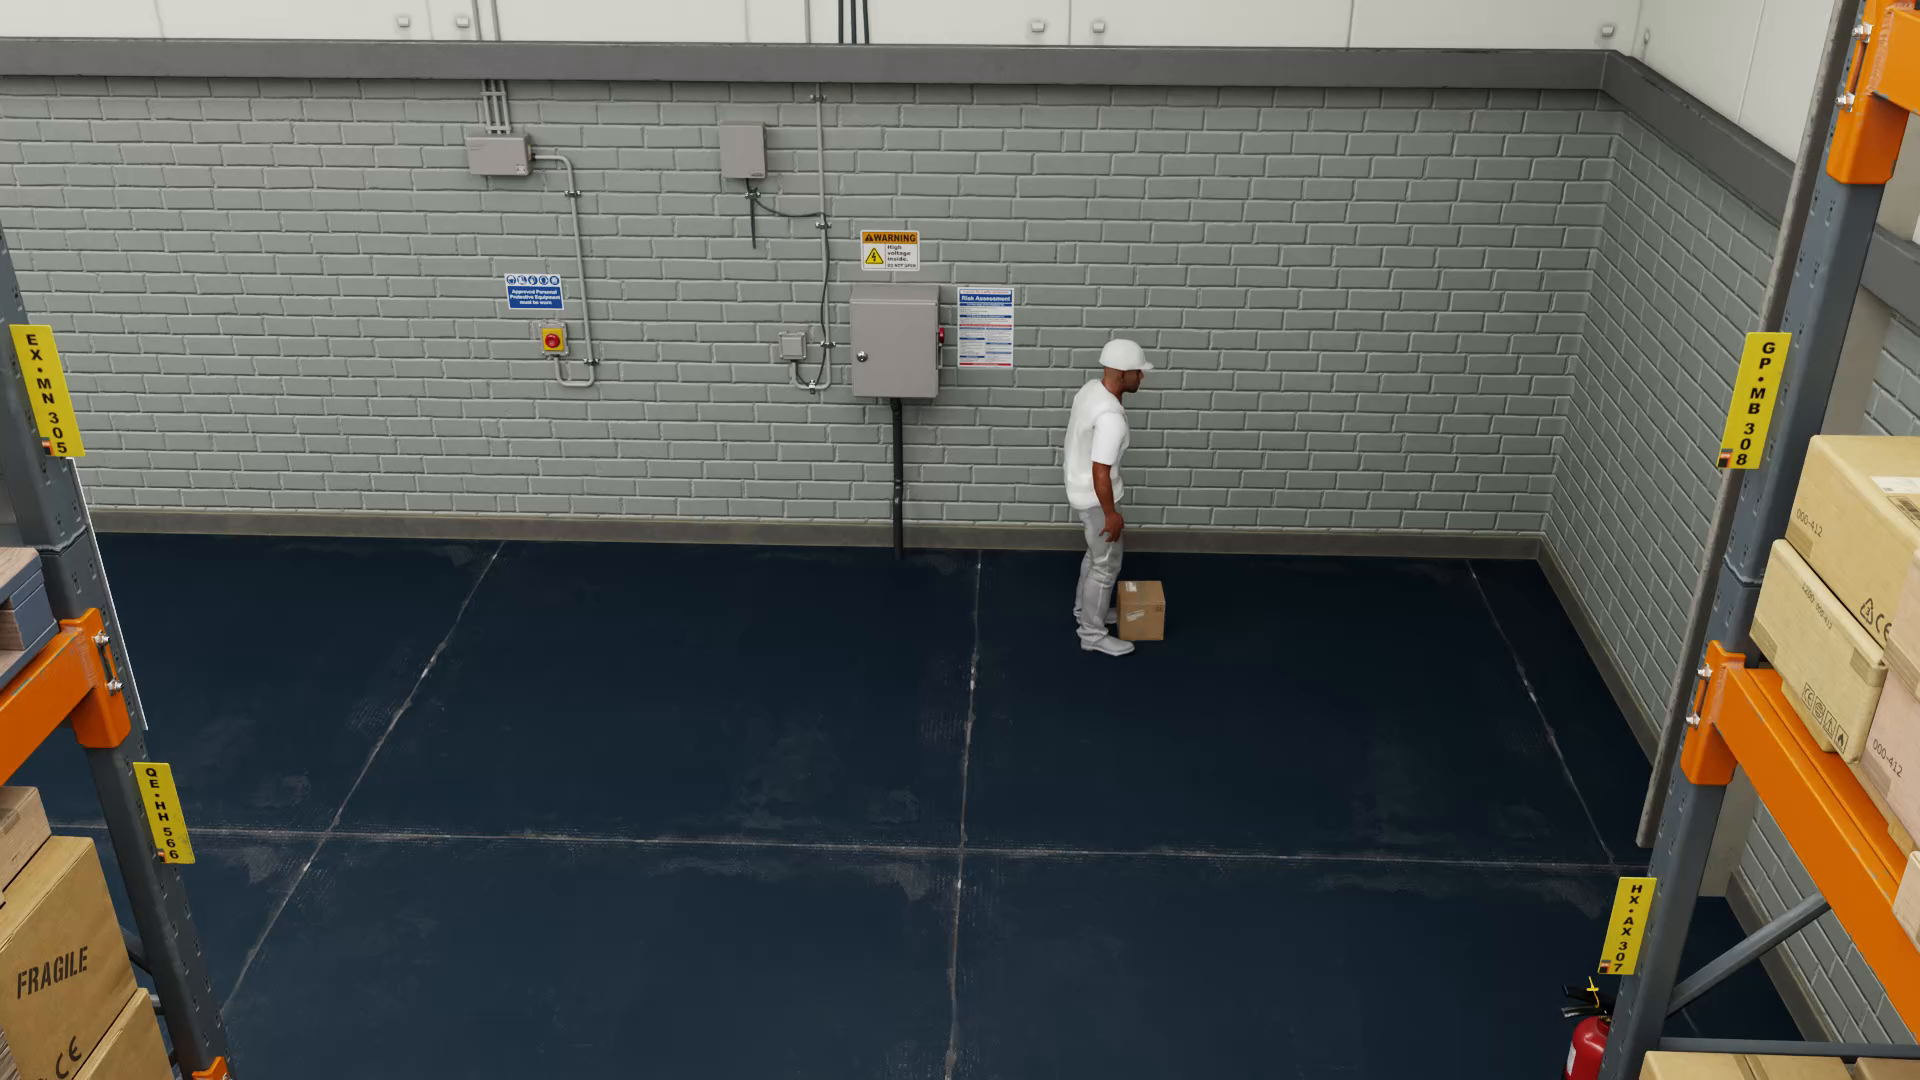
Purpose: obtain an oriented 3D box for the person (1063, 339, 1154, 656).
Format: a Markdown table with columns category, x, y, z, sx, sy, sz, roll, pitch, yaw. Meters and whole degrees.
| category | x | y | z | sx | sy | sz | roll | pitch | yaw |
| --- | --- | --- | --- | --- | --- | --- | --- | --- | --- |
| person | 0.793 | -0.257 | 9.090 | 0.461 | 1.759 | 0.629 | -1 | 28 | -1 |
